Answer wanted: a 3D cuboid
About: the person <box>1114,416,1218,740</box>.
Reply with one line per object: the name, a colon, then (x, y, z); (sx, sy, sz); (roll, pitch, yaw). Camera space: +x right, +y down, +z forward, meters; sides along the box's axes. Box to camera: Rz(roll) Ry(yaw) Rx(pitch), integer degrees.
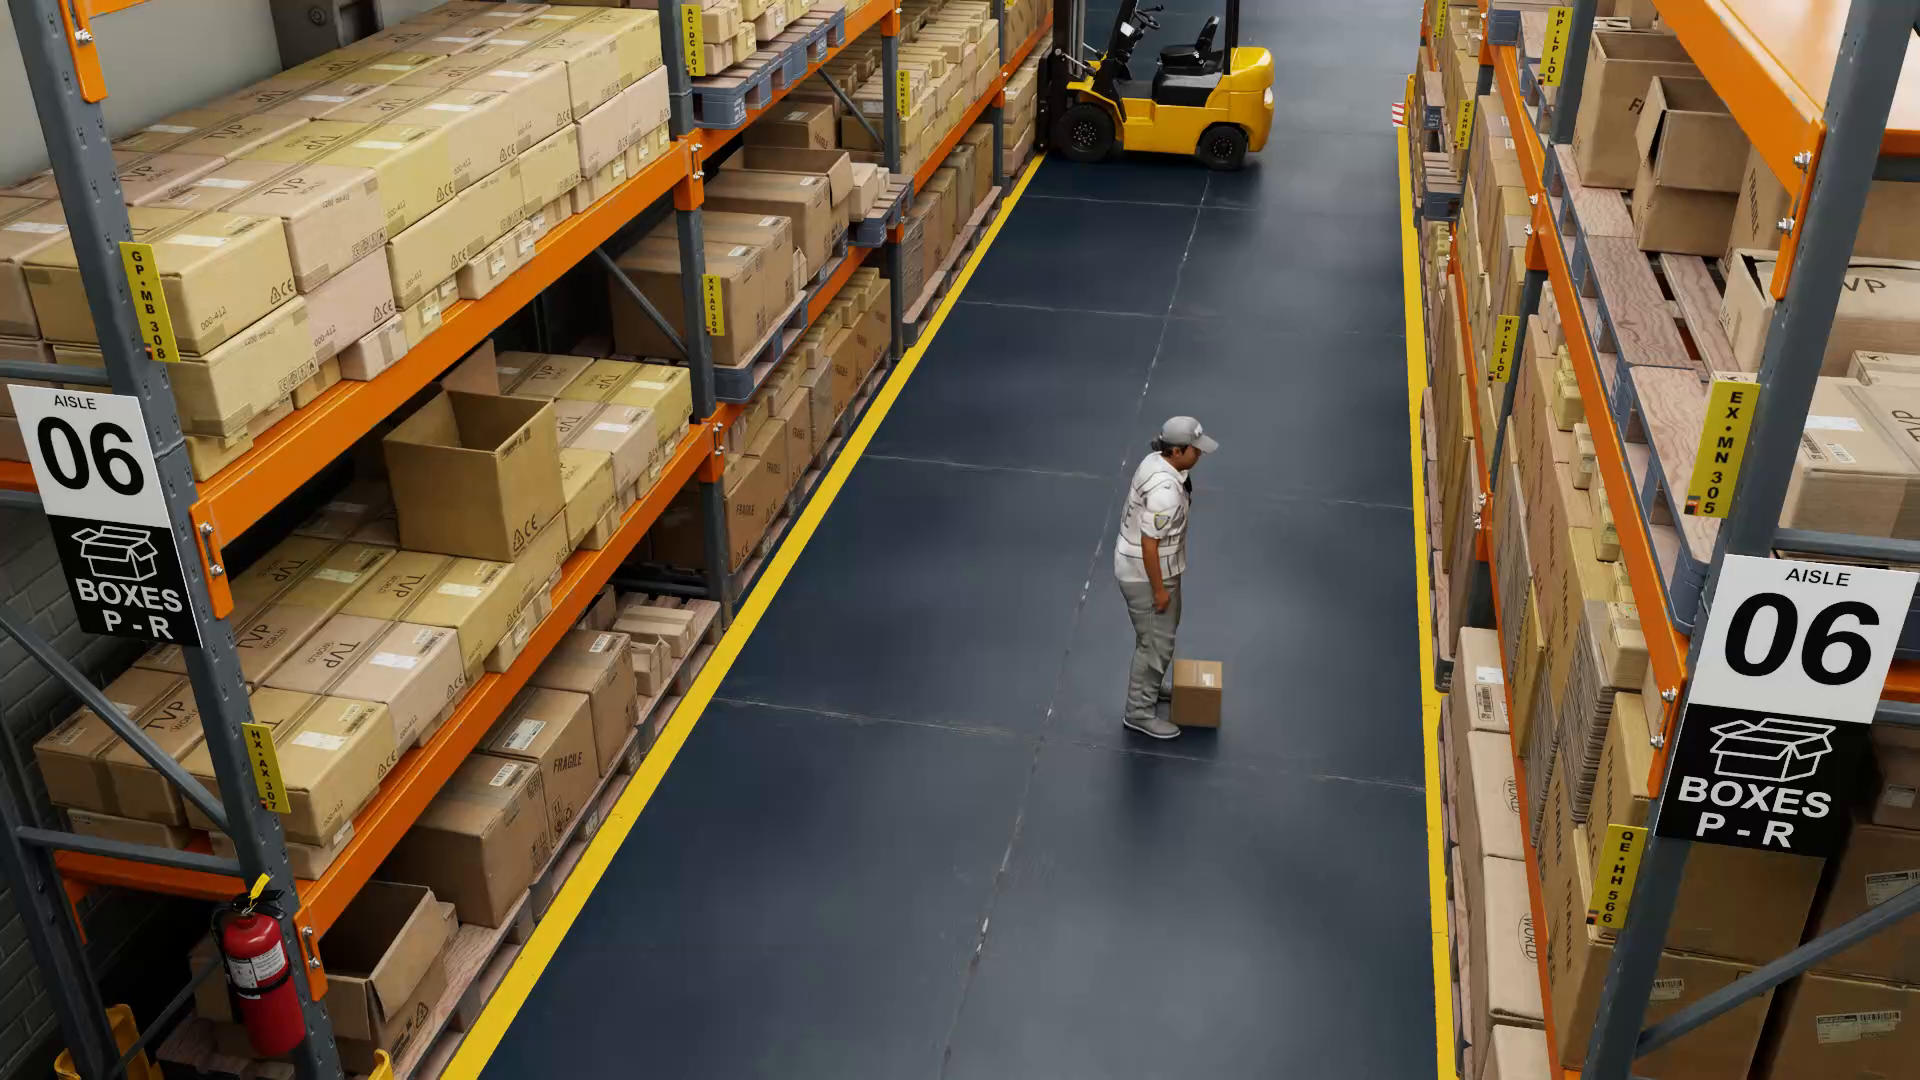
person: (1.004, 0.157, 8.322); (0.467, 1.665, 0.555); (4, 29, 8)
